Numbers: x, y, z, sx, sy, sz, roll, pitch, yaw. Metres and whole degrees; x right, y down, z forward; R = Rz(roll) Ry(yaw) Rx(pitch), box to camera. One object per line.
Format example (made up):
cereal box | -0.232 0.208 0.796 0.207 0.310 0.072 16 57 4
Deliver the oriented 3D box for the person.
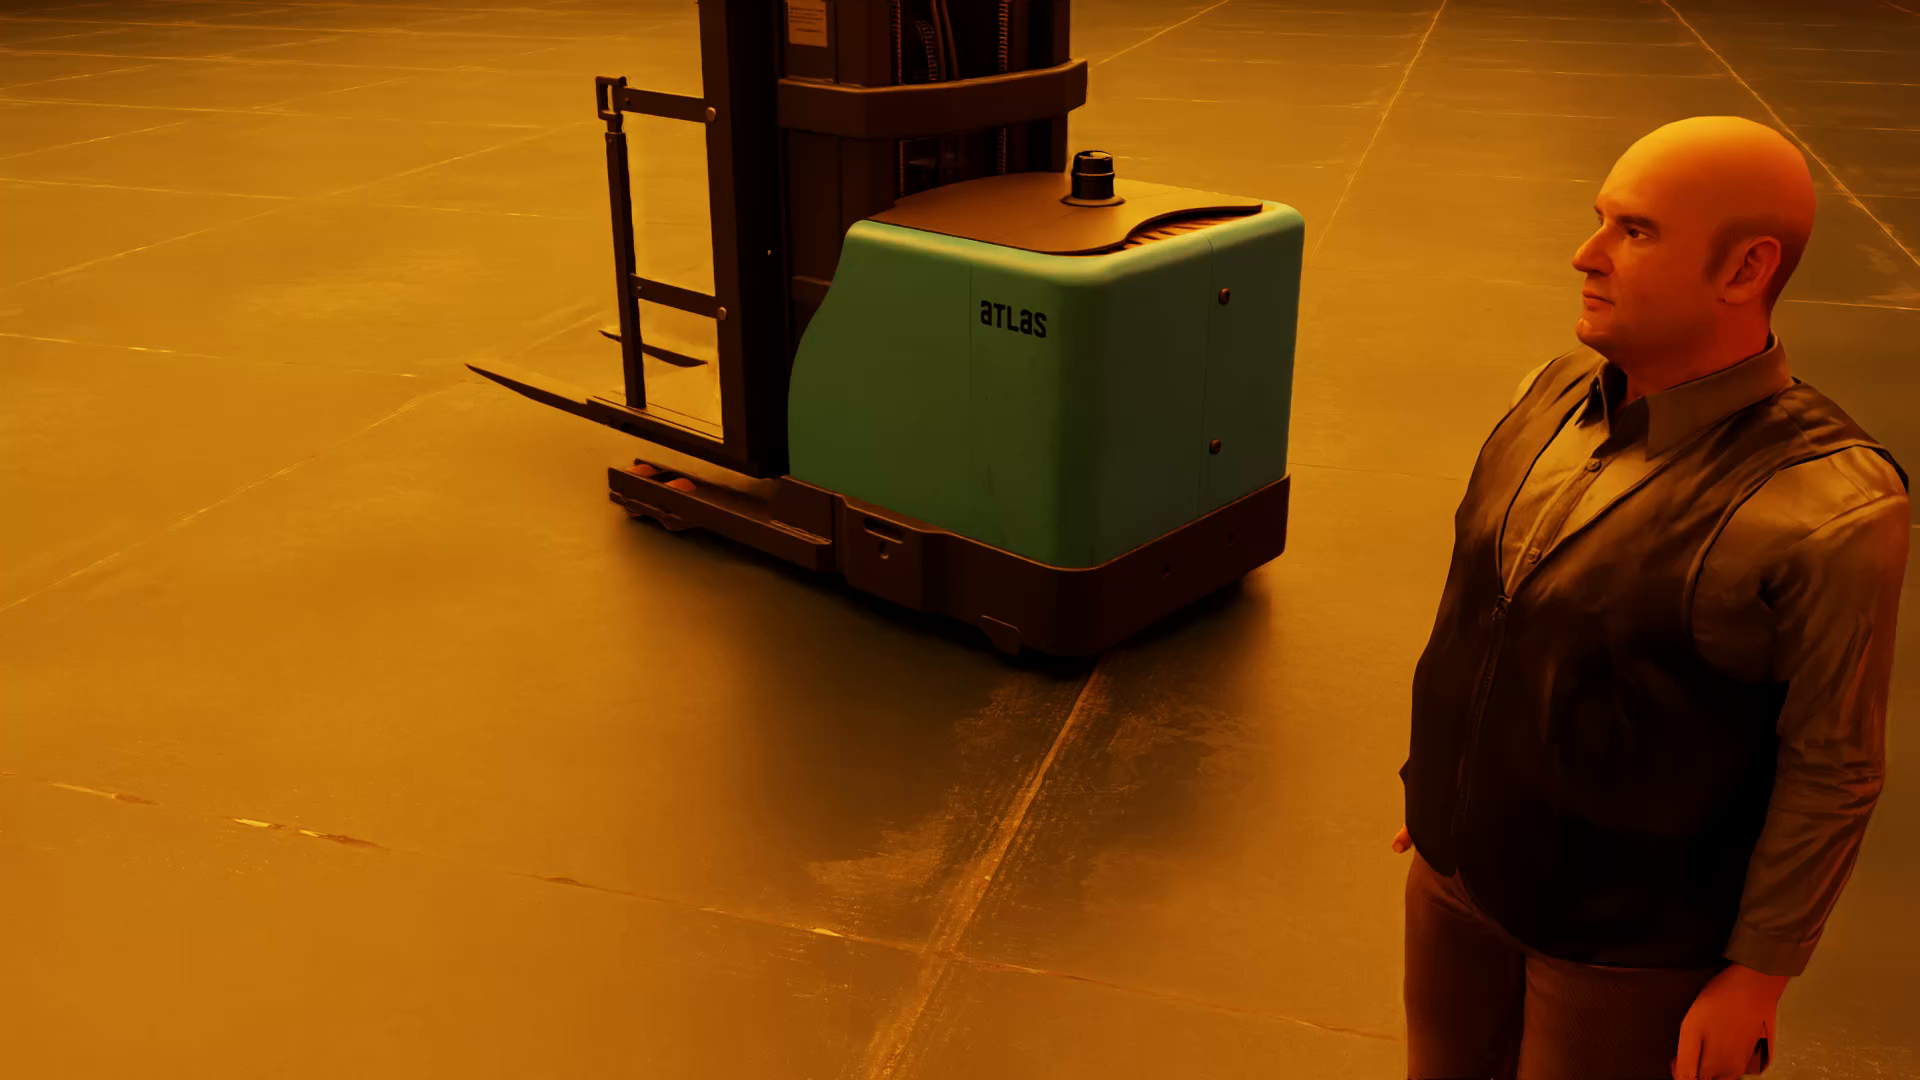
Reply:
person | 0.691 0.398 1.902 0.375 1.725 0.555 -9 24 -20

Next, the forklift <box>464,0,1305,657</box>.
forklift | -0.480 -1.510 4.938 3.031 2.935 1.130 19 29 38
